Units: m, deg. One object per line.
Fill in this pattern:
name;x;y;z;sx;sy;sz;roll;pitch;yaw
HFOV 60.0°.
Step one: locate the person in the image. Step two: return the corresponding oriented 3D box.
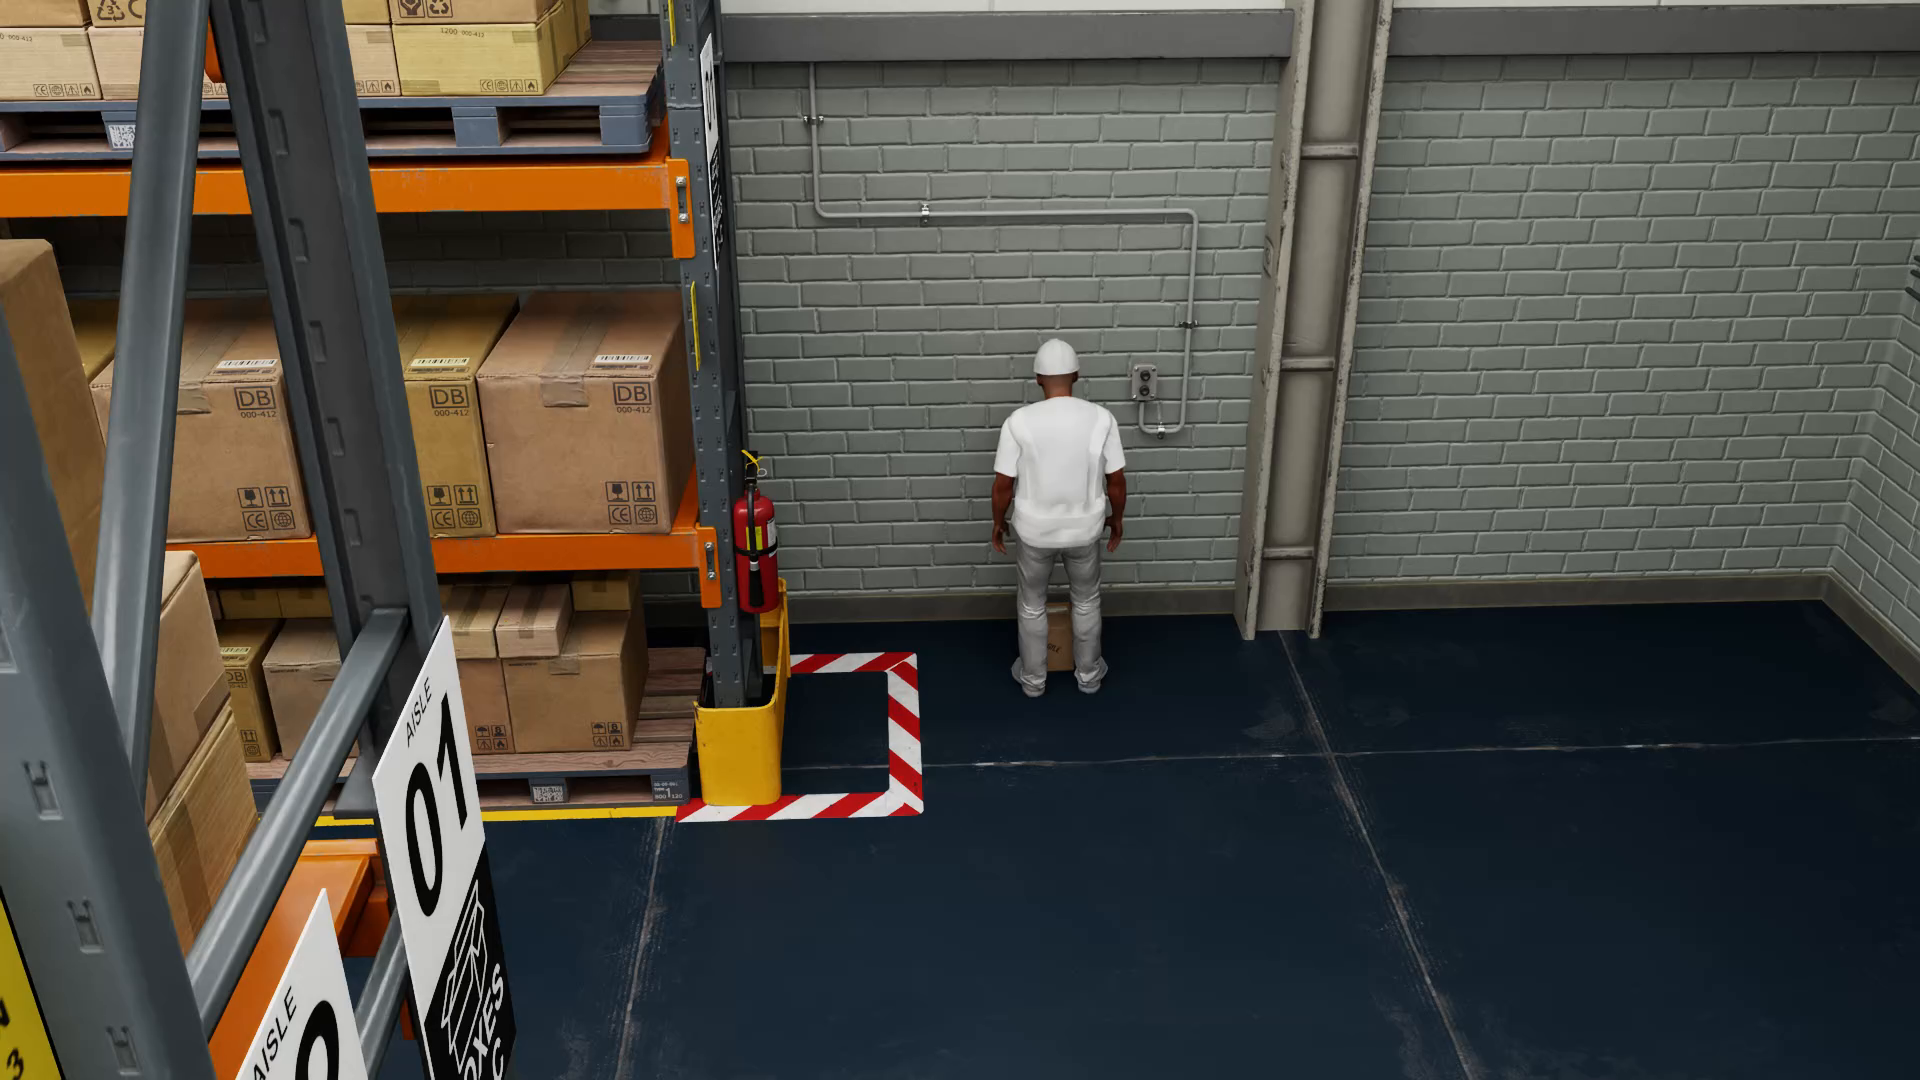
person;0.456;-0.083;7.758;0.626;1.761;0.459;-1;27;-3
